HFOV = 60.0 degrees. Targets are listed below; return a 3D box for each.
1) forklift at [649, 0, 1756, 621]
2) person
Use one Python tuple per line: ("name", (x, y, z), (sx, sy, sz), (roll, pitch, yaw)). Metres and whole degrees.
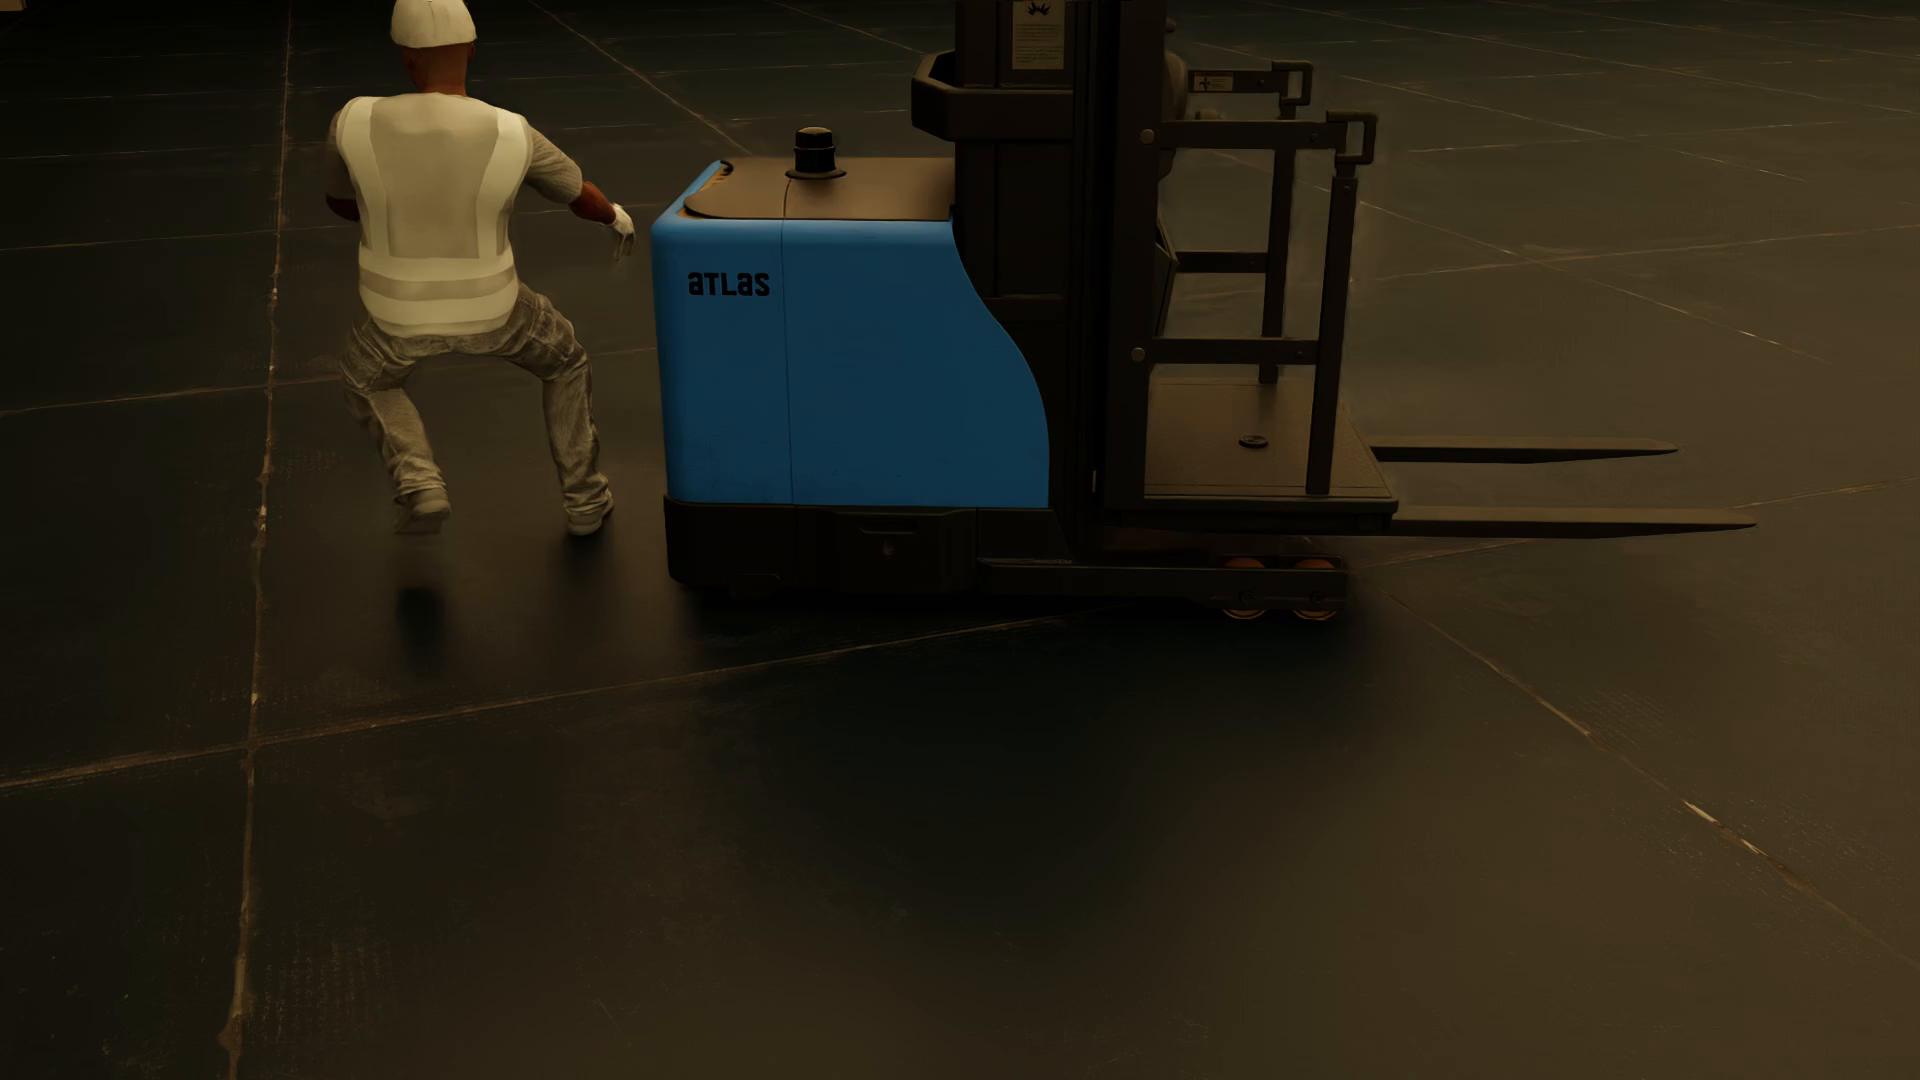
("forklift", (0.710, -1.341, 4.487), (3.031, 2.935, 1.130), (1, 23, 2))
("person", (-1.359, -0.761, 4.791), (0.898, 1.634, 0.661), (-7, 24, -16))
